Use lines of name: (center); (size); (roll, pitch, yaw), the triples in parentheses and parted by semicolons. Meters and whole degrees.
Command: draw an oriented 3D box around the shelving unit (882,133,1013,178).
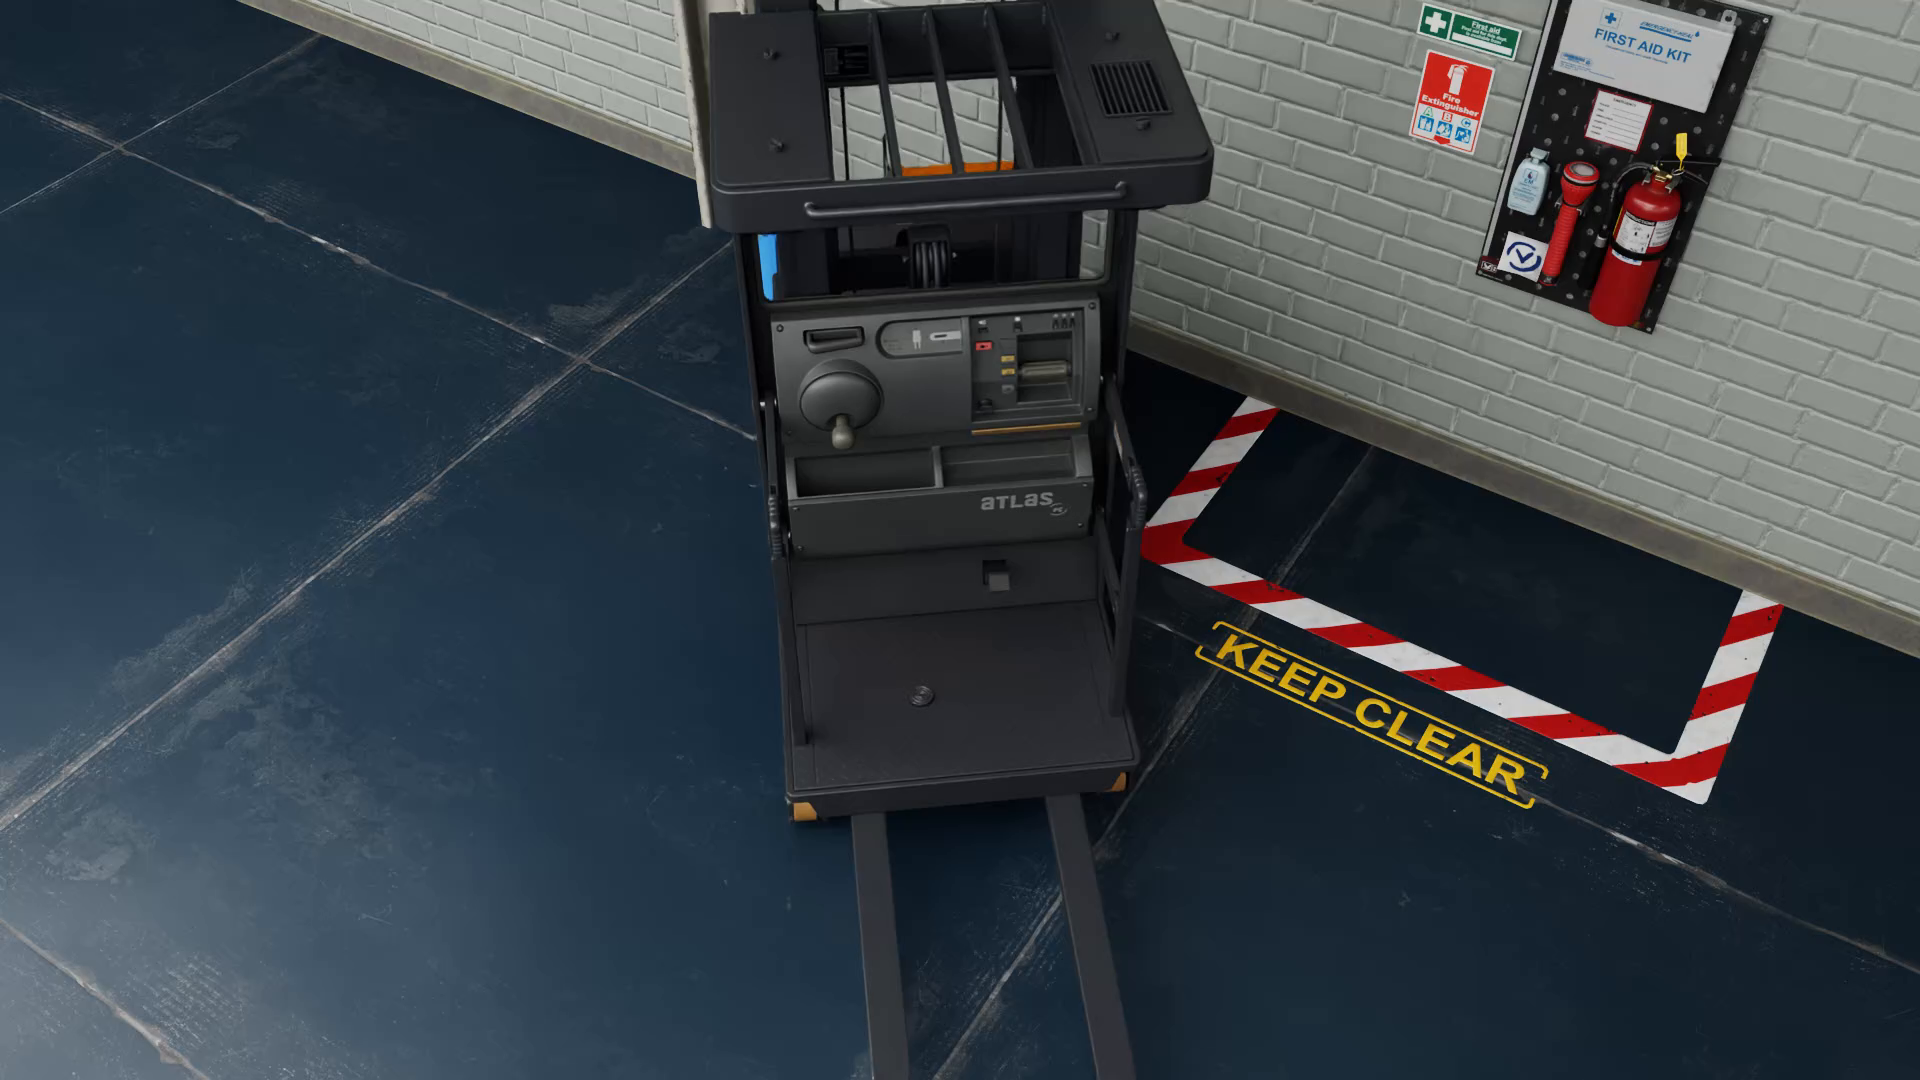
shelving unit: (-0.019, -0.983, 6.368); (0.503, 1.200, 0.258); (-5, 46, -5)

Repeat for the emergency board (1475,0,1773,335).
emergency board: (2.048, -1.171, 5.296); (0.643, 1.169, 0.194); (25, 51, 22)

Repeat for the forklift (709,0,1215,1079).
forklift: (-0.035, -0.384, 4.579); (1.130, 2.935, 3.031); (-5, 46, -5)

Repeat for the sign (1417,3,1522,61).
sign: (1.637, -1.637, 5.355); (0.331, 0.109, 0.001); (25, 51, 22)

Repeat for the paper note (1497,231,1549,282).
paper note: (1.936, -0.974, 5.719); (0.142, 0.148, 0.016); (25, 51, 22)

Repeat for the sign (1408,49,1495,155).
sign: (1.638, -1.460, 5.552); (0.234, 0.329, 0.001); (25, 51, 22)

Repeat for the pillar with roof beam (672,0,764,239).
pillar with roof beam: (-3.267, -2.006, 1.924); (0.400, 9.000, 9.100); (25, 51, 22)

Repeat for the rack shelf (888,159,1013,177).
rack shelf: (-0.019, -1.258, 6.087); (0.480, 0.148, 0.258); (-5, 46, -5)

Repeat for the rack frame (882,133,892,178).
rack frame: (-0.261, -0.963, 6.349); (0.015, 1.200, 0.240); (-5, 46, -5)
